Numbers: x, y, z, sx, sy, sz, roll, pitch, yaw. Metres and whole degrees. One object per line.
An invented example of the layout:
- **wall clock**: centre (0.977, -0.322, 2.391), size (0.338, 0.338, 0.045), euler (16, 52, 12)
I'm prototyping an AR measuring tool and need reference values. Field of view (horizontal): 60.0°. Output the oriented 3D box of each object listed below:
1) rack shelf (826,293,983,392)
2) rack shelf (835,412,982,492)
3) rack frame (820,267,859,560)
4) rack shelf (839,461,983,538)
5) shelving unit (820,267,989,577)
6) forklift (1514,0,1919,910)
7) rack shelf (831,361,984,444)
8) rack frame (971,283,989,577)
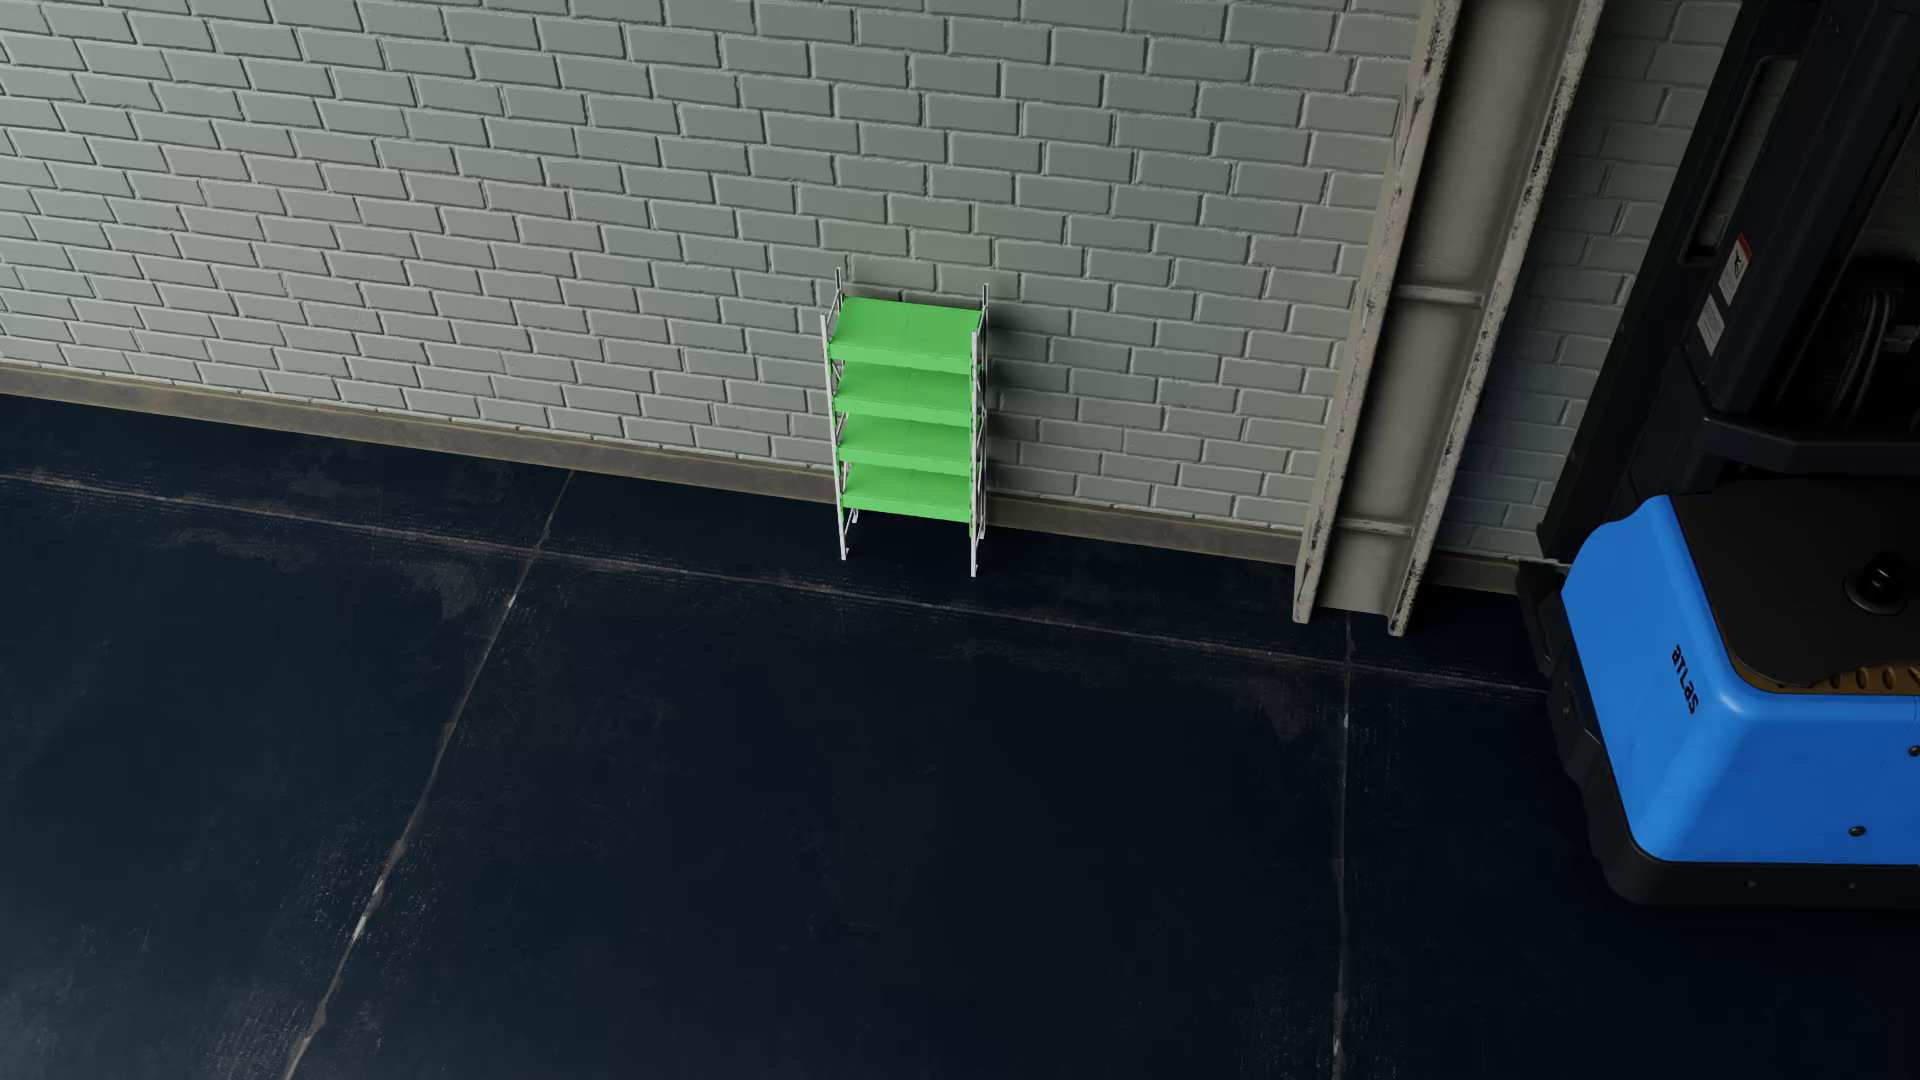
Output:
- **rack shelf**: centre (-0.175, -0.650, 5.465), size (0.480, 0.148, 0.258), euler (7, 50, 6)
- **rack shelf**: centre (-0.173, -0.336, 5.828), size (0.480, 0.148, 0.258), euler (7, 50, 6)
- **rack frame**: centre (-0.414, -0.408, 5.807), size (0.015, 1.200, 0.240), euler (7, 50, 6)
- **rack shelf**: centre (-0.172, -0.179, 6.009), size (0.480, 0.148, 0.258), euler (7, 50, 6)
- **shelving unit**: centre (-0.173, -0.378, 5.779), size (0.503, 1.200, 0.258), euler (7, 50, 6)
- **forklift**: centre (2.567, -0.923, 5.109), size (1.130, 2.935, 3.031), euler (1, 48, 1)
- **rack shelf**: centre (-0.174, -0.493, 5.646), size (0.480, 0.148, 0.258), euler (7, 50, 6)
- **rack frame**: centre (0.067, -0.347, 5.752), size (0.015, 1.200, 0.240), euler (7, 50, 6)
